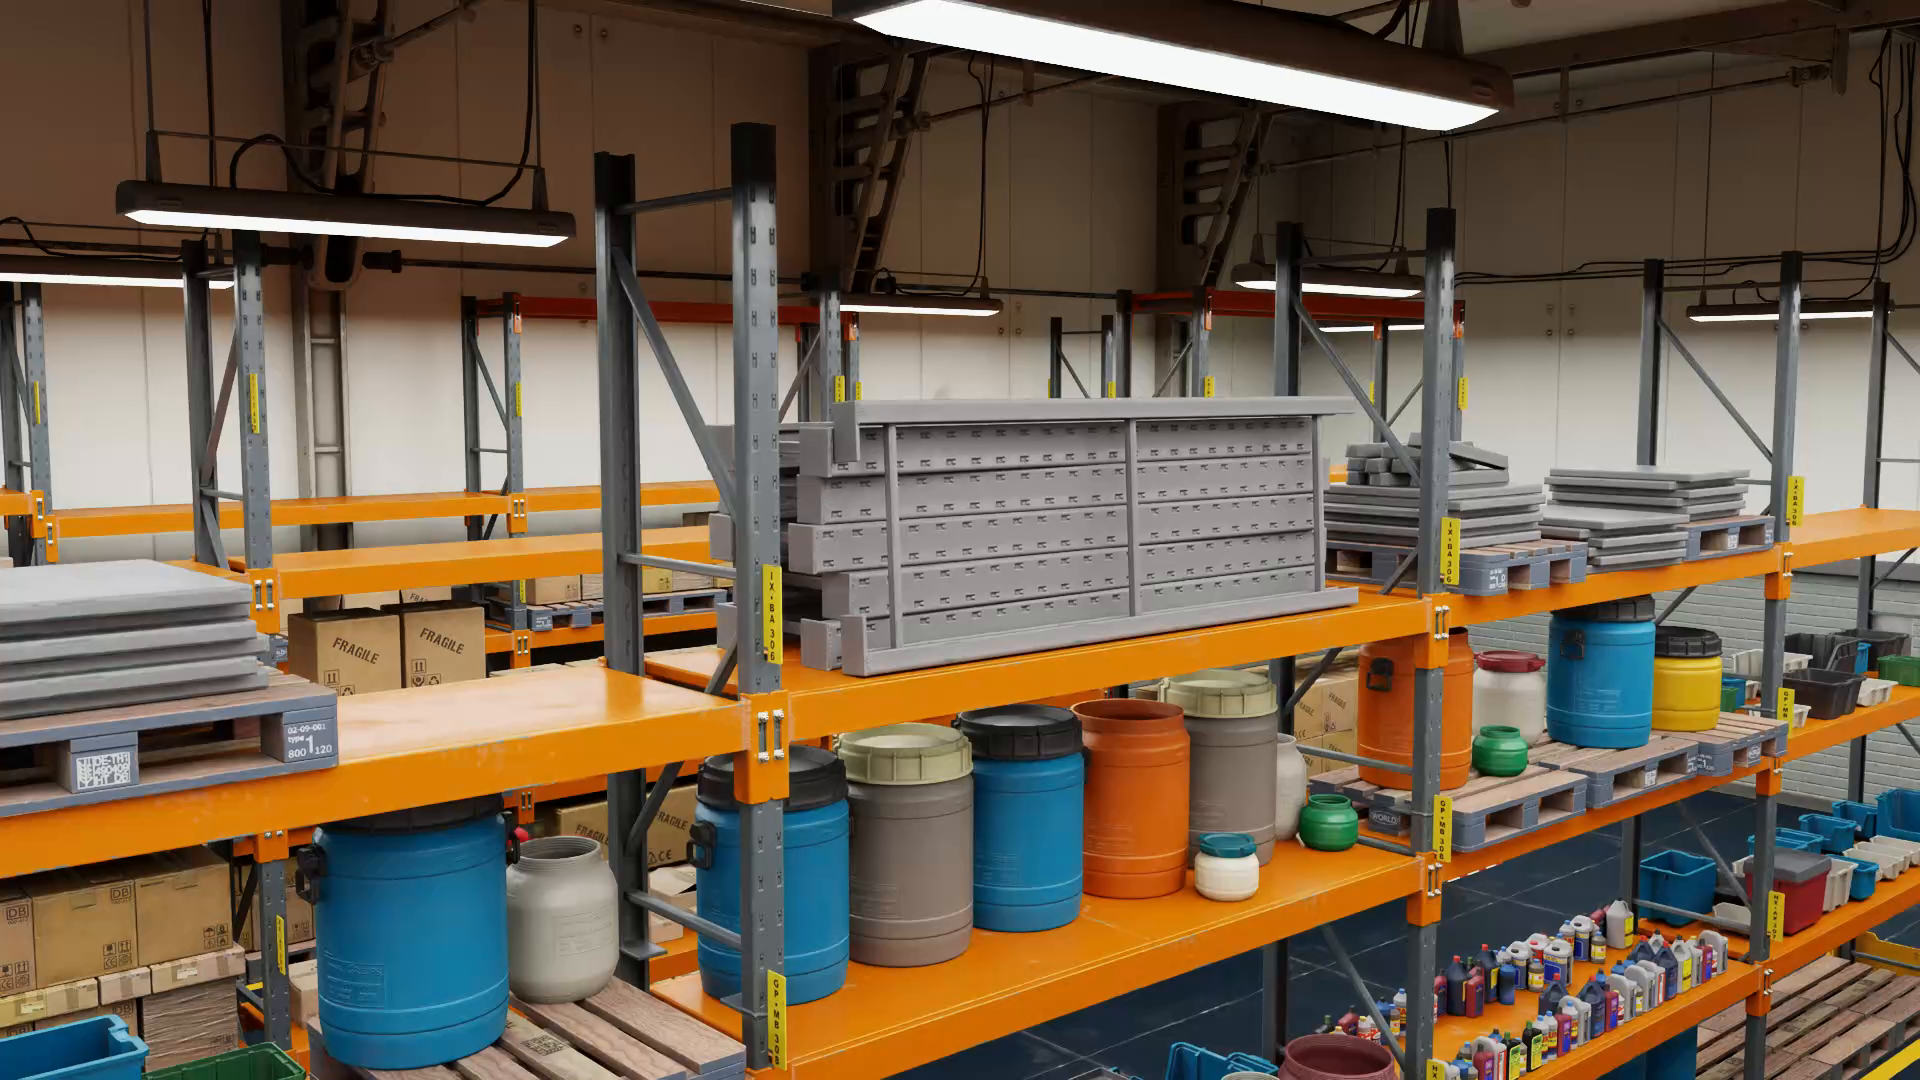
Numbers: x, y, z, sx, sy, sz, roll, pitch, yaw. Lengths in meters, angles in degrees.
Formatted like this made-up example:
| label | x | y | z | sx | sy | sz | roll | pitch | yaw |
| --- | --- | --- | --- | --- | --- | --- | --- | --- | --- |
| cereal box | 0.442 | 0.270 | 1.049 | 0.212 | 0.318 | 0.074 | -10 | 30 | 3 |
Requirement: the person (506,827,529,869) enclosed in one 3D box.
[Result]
| label | x | y | z | sx | sy | sz | roll | pitch | yaw |
| --- | --- | --- | --- | --- | --- | --- | --- | --- | --- |
| person | -3.308 | 3.081 | 12.754 | 0.574 | 1.831 | 0.912 | 5 | 7 | 44 |
